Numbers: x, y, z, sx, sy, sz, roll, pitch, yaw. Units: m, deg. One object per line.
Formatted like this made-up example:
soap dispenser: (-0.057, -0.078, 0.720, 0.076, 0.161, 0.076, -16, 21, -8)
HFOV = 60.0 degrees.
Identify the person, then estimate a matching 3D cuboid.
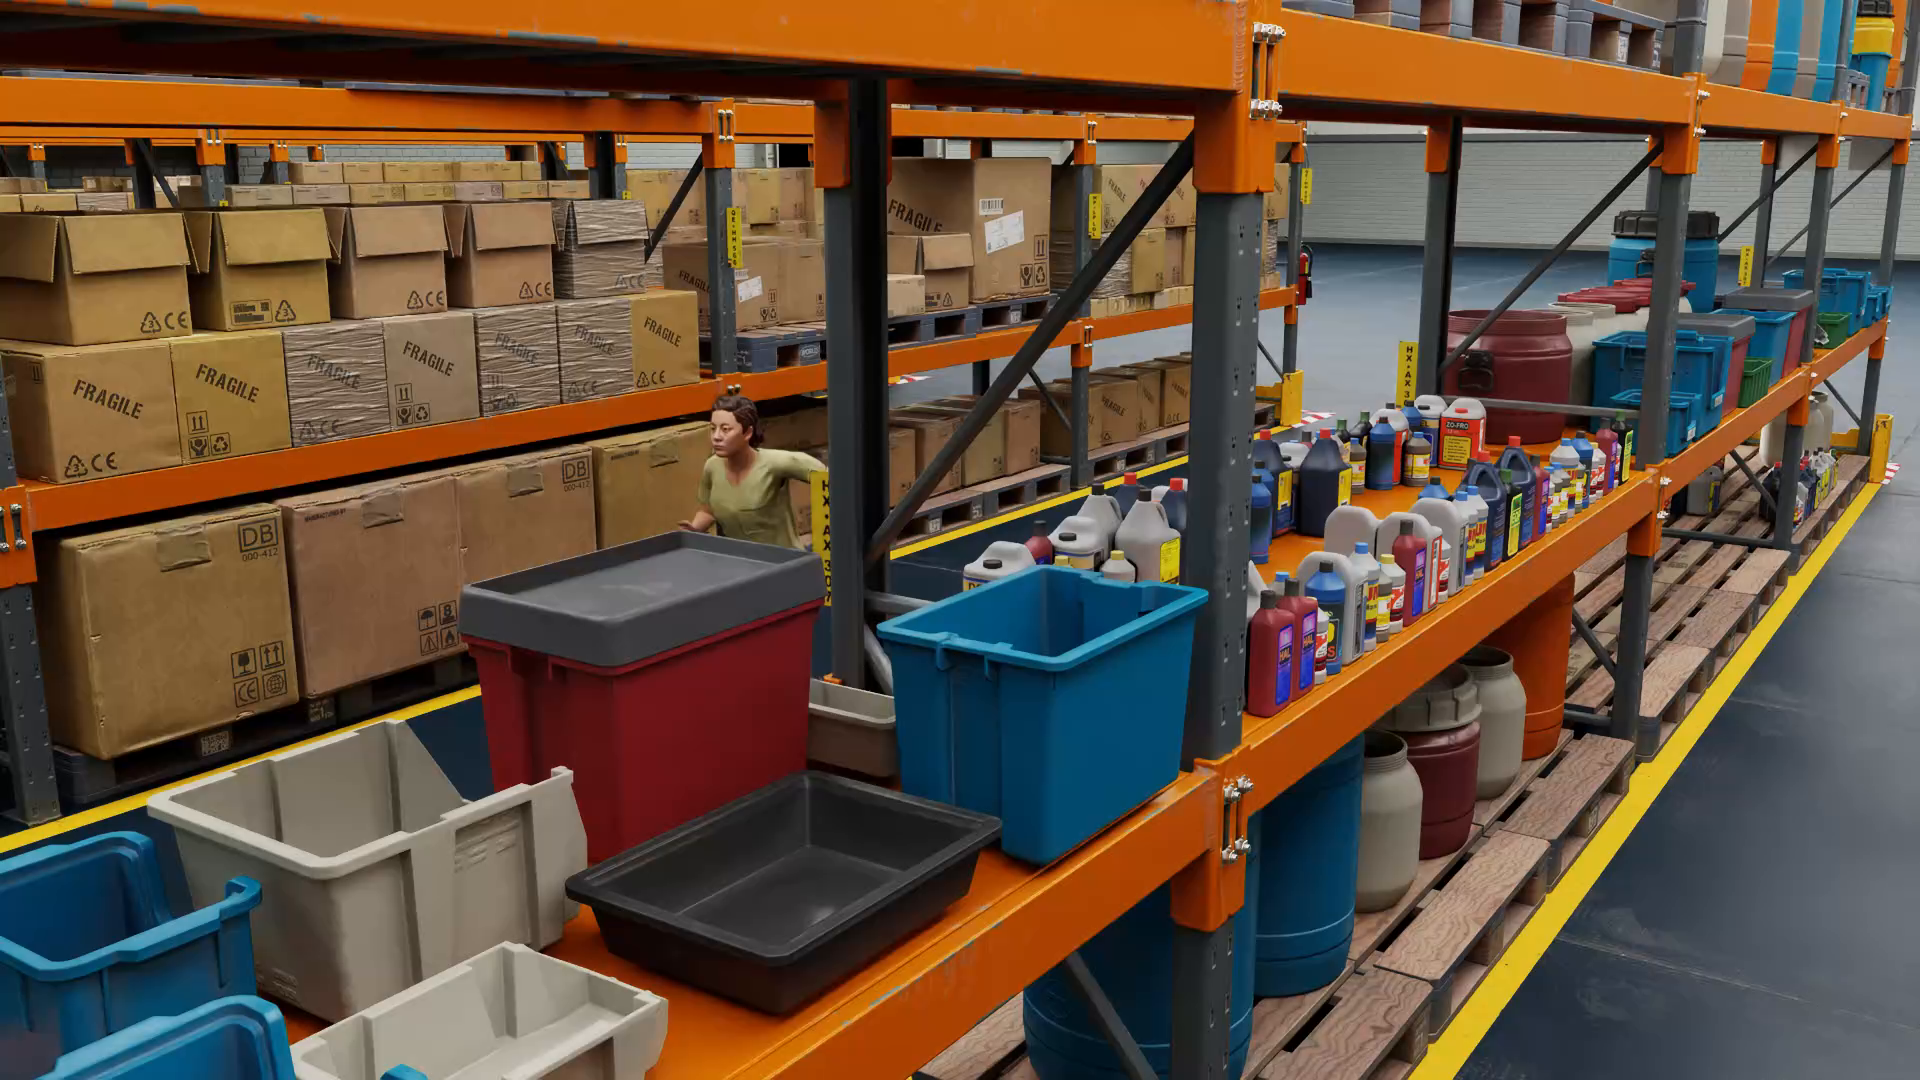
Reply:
person: (-0.800, 0.166, 6.906, 0.577, 1.581, 0.861, 10, 17, 38)
